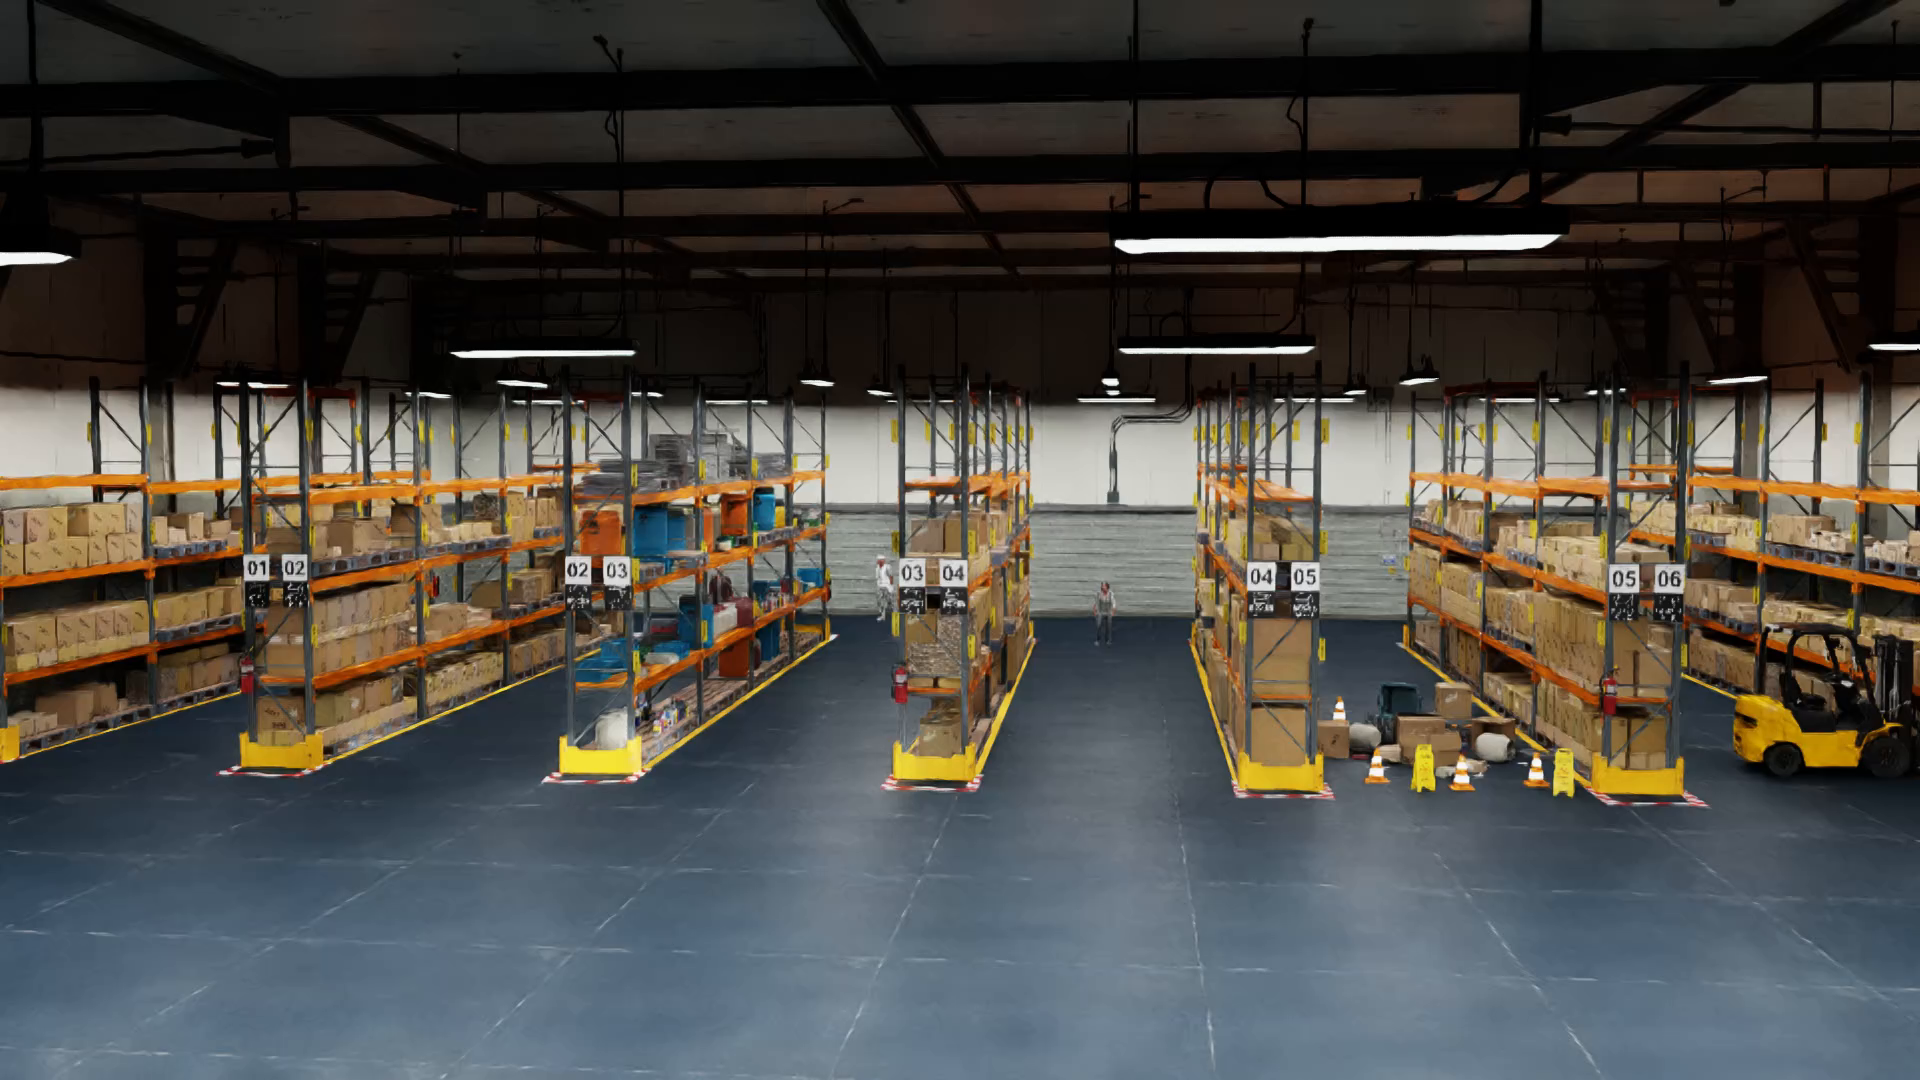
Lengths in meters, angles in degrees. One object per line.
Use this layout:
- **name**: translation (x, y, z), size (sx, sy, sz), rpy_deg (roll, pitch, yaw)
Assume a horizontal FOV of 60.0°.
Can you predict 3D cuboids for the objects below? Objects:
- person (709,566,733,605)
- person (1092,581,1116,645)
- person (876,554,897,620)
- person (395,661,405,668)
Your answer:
- **person**: translation (-5.959, 1.485, 41.307), size (0.598, 1.698, 1.193), rpy_deg (1, 4, 8)
- **person**: translation (3.397, 1.725, 39.178), size (0.566, 1.541, 0.519), rpy_deg (0, 4, 3)
- **person**: translation (-1.992, 1.255, 44.709), size (0.591, 1.772, 0.577), rpy_deg (3, 5, 42)
- **person**: translation (-11.353, 2.052, 33.453), size (0.447, 1.574, 1.088), rpy_deg (0, 4, 8)
